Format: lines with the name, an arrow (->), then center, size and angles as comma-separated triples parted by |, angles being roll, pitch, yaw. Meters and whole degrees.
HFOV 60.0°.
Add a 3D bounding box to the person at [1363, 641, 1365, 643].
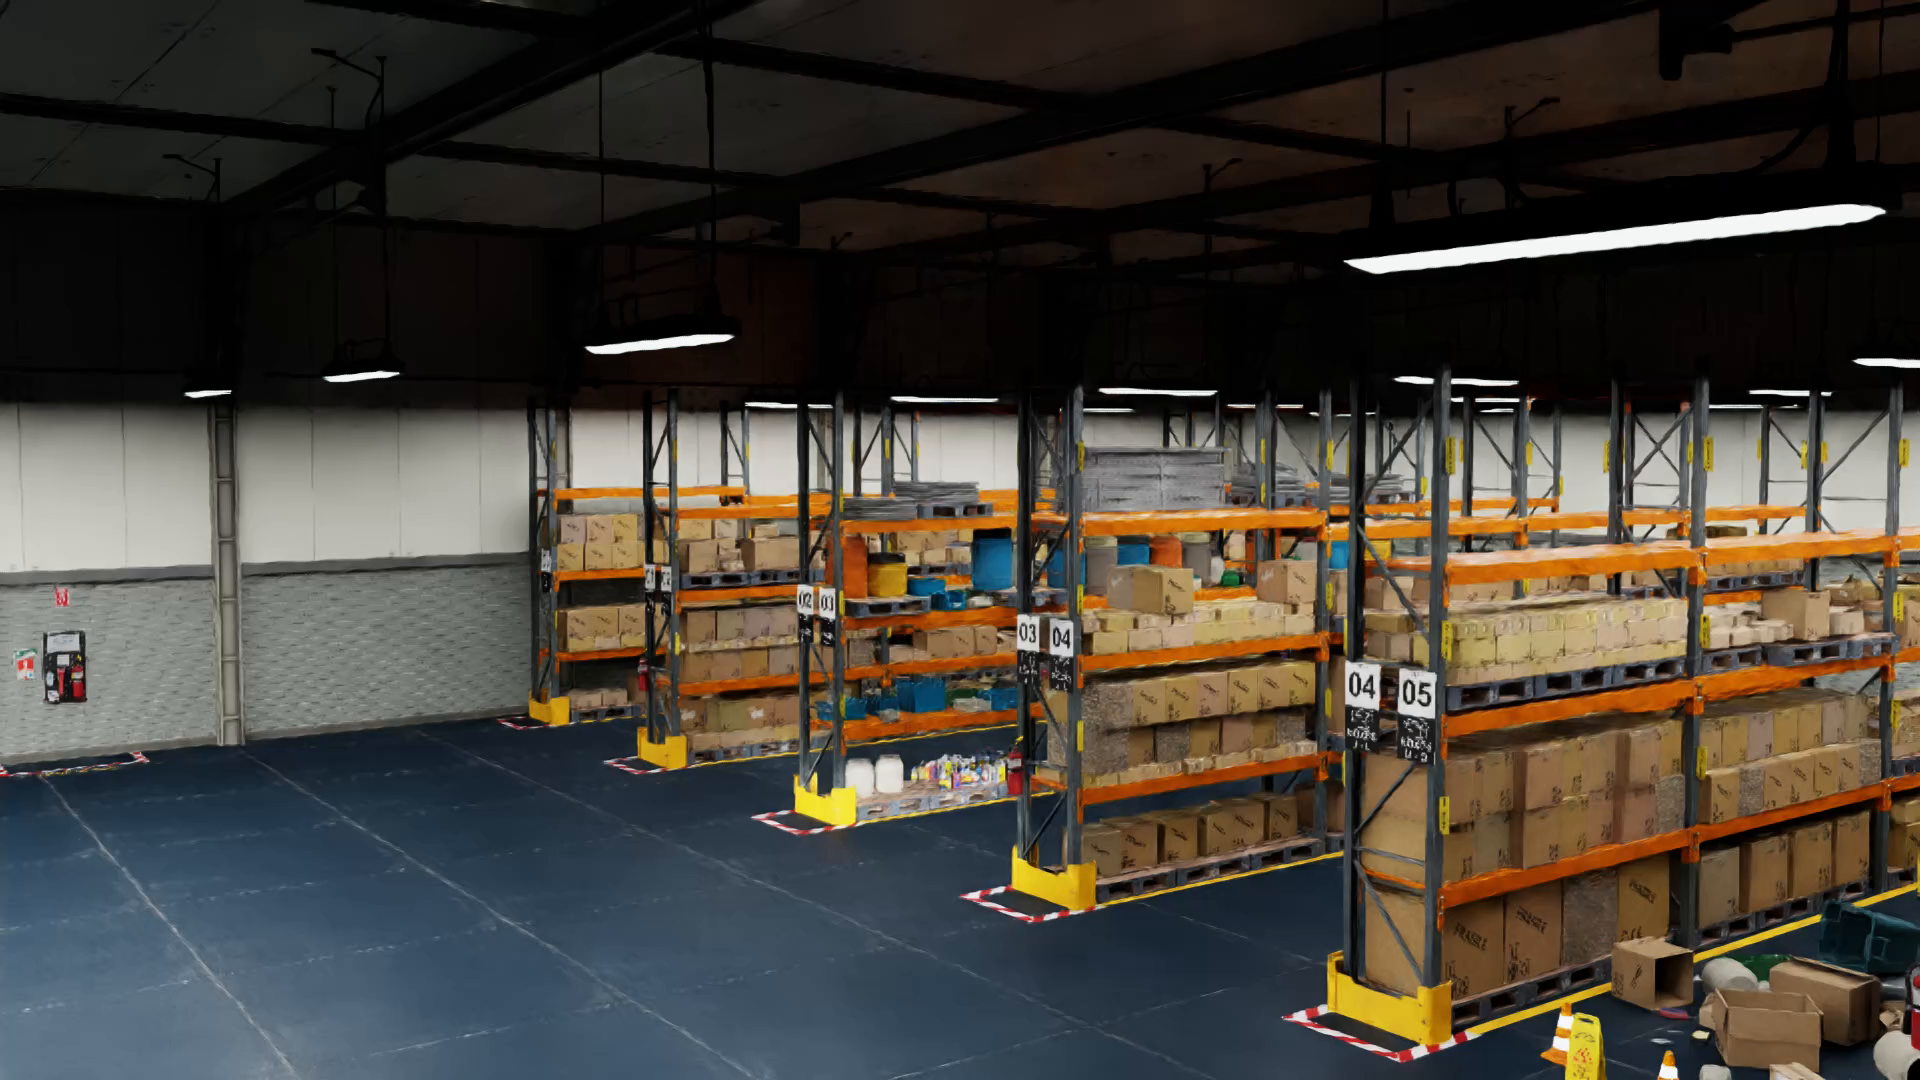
person -> 8.209, 2.244, 34.199 | 0.644, 1.790, 0.486 | -2, 4, -30
